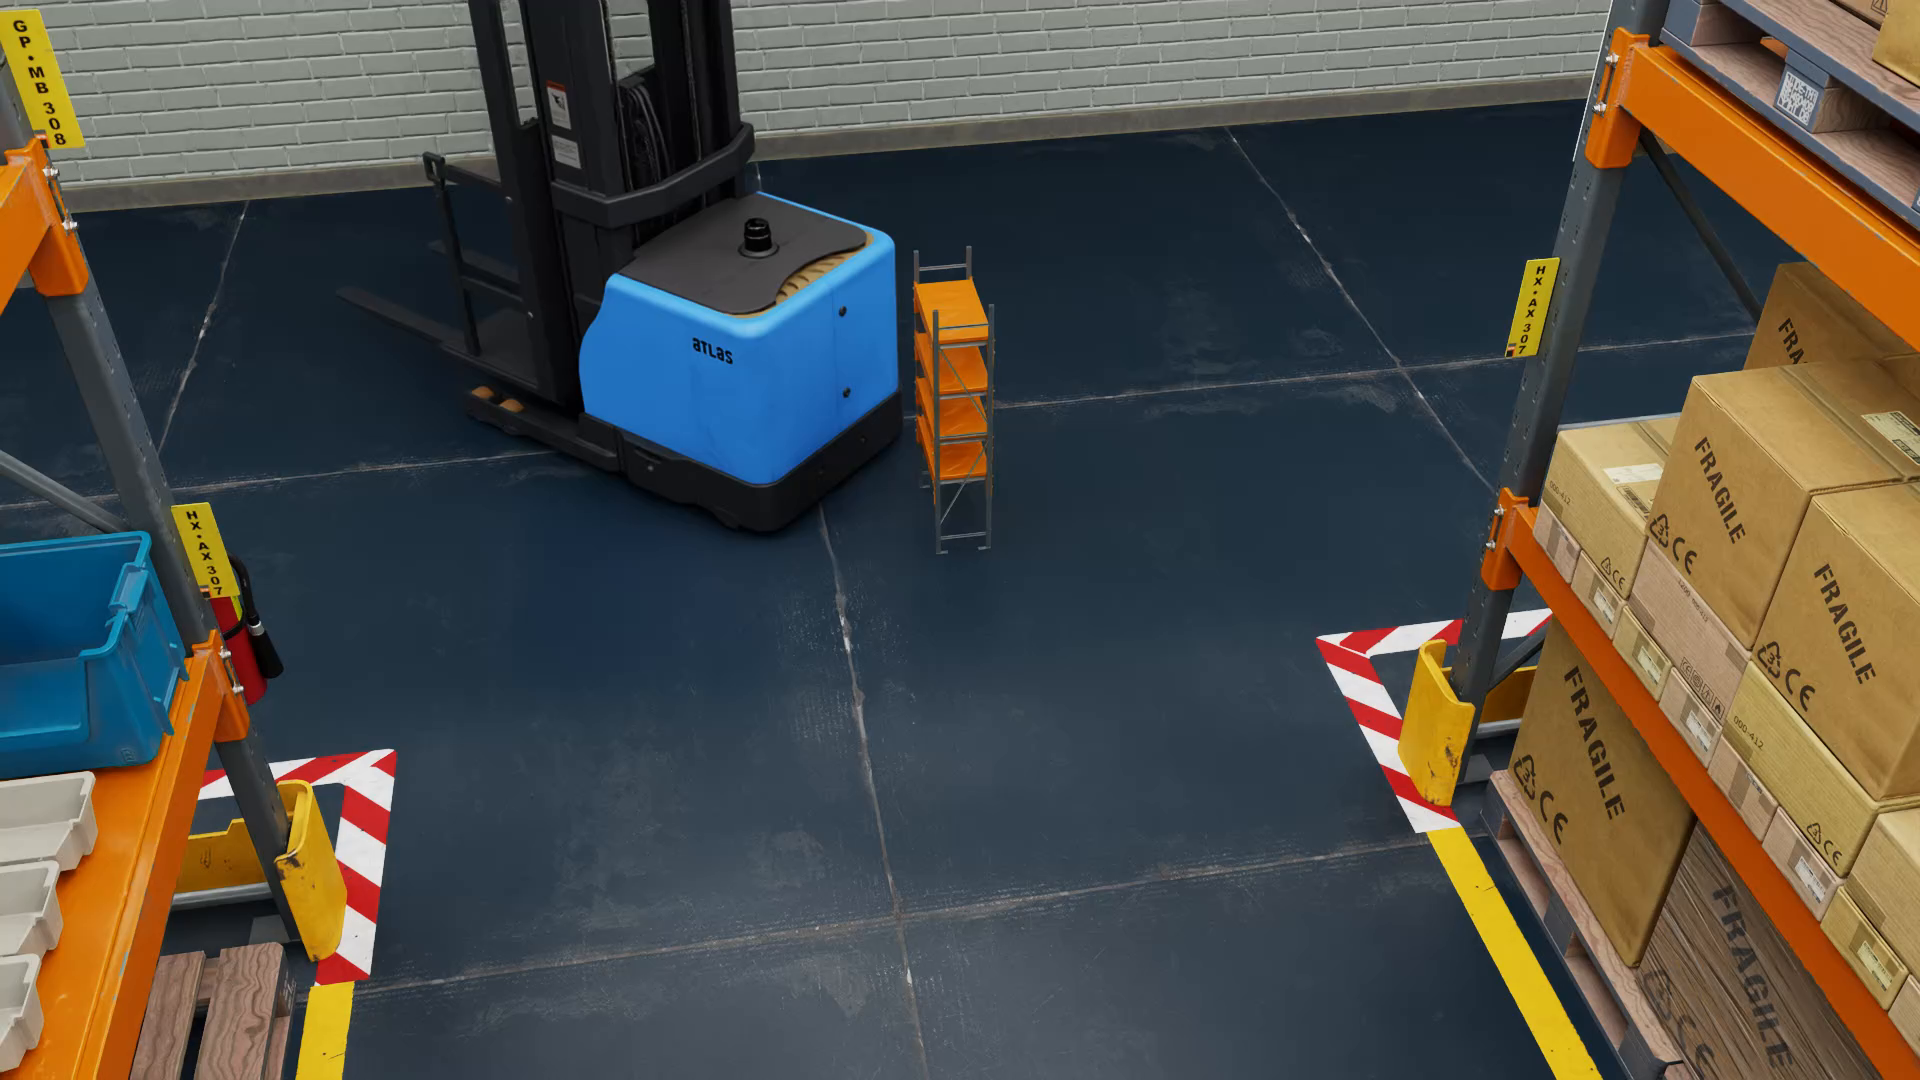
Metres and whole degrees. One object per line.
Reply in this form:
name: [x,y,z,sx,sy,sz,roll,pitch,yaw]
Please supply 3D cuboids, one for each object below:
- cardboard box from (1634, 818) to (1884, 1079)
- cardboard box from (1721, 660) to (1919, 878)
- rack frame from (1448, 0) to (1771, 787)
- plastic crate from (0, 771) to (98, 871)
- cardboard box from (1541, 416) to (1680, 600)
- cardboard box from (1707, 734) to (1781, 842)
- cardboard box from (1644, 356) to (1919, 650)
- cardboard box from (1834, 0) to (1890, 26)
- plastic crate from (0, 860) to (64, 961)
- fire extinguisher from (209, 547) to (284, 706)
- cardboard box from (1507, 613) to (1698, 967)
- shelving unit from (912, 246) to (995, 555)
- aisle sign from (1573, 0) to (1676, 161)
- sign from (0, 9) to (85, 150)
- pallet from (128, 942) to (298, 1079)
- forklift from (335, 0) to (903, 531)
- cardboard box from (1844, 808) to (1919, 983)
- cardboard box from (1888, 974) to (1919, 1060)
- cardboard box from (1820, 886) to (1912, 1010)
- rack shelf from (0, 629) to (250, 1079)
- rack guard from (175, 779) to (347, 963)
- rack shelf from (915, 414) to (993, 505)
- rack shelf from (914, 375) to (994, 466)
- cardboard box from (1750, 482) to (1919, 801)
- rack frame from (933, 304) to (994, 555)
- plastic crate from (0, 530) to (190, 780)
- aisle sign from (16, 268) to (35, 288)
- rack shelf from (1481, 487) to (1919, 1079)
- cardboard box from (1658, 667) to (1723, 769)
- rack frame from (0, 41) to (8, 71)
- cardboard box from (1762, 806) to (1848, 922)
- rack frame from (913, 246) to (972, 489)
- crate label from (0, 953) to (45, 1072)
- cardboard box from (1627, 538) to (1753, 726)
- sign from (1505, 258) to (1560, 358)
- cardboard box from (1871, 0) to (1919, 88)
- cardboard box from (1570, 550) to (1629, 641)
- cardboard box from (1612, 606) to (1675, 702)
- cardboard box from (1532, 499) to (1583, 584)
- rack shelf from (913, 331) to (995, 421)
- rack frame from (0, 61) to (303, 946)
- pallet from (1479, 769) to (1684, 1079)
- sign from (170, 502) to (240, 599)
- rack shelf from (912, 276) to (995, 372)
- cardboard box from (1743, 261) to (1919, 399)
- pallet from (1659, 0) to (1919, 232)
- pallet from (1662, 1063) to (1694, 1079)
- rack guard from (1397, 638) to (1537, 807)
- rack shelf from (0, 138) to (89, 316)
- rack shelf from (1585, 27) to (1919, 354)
cardboard box: [2.589,1.234,4.606,0.875,0.875,0.875,-6,38,-8]
cardboard box: [2.239,0.511,4.027,0.500,0.250,0.500,-7,38,-9]
rack frame: [2.238,-0.367,5.277,1.000,3.000,0.127,-6,38,-8]
plastic crate: [-2.317,0.719,4.045,0.396,0.136,0.243,-6,38,-8]
cardboard box: [2.056,-0.106,4.822,0.500,0.250,0.500,-7,38,-9]
cardboard box: [2.157,0.603,4.234,0.380,0.149,0.250,-7,38,-9]
cardboard box: [2.144,-0.100,4.203,0.500,0.500,0.500,-7,38,-9]
cardboard box: [2.382,-1.488,3.770,0.700,0.500,0.500,-8,39,-11]
plastic crate: [-2.280,0.896,3.818,0.396,0.136,0.243,-6,38,-8]
fire extinguisher: [-2.217,0.204,4.910,0.296,0.674,0.183,-6,38,-8]
cardboard box: [2.429,0.684,5.314,0.875,0.875,0.875,-6,38,-8]
shelving unit: [-0.029,-0.574,7.011,0.258,1.200,0.503,-6,38,-8]
aisle sign: [1.930,-1.405,4.494,0.394,0.787,0.004,-6,38,-8]
sign: [-2.100,-1.046,3.792,0.100,0.325,0.005,-6,38,-8]
pallet: [-2.532,1.769,4.801,1.003,0.211,1.213,-6,38,-8]
forklift: [-1.772,-1.901,7.308,3.031,2.935,1.130,23,43,26]
cardboard box: [2.335,0.826,3.622,0.500,0.250,0.500,-7,38,-9]
cardboard box: [2.294,1.069,3.633,0.380,0.149,0.250,-6,38,-7]
cardboard box: [2.246,0.911,3.837,0.380,0.149,0.250,-7,38,-9]
rack shelf: [-2.288,1.658,3.257,1.077,0.370,4.000,-6,38,-8]
rack guard: [-2.655,1.140,5.375,1.175,0.500,0.348,-6,38,-8]
rack shelf: [-0.029,-0.364,7.174,0.258,0.148,0.480,-6,38,-8]
rack shelf: [-0.029,-0.521,7.052,0.258,0.148,0.480,-6,38,-8]
cardboard box: [2.241,0.212,3.801,0.500,0.500,0.500,-7,38,-9]
rack frame: [0.014,-0.426,6.821,0.240,1.200,0.015,-6,38,-8]
plastic crate: [-2.396,0.310,4.328,0.616,0.435,0.499,-6,38,-8]
aisle sign: [-2.362,-0.936,3.891,0.394,0.787,0.004,-6,38,-8]
rack shelf: [2.589,1.125,3.943,1.077,0.370,4.000,-6,38,-8]
cardboard box: [2.114,0.449,4.432,0.380,0.149,0.250,-7,38,-9]
rack frame: [-2.638,-2.203,2.751,1.000,3.000,0.127,-6,38,-8]
cardboard box: [2.203,0.759,4.033,0.380,0.149,0.250,-7,38,-8]
rack frame: [-0.072,-0.721,7.200,0.240,1.200,0.015,-6,38,-8]
crate label: [-2.208,1.061,3.605,0.396,0.136,0.243,-6,38,-8]
cardboard box: [2.154,0.207,4.418,0.500,0.250,0.500,-7,38,-9]
sign: [1.691,-0.684,4.915,0.100,0.325,0.005,-6,38,-8]
cardboard box: [2.362,-1.135,3.316,0.700,0.500,0.500,-8,38,-10]
cardboard box: [2.022,0.137,4.833,0.380,0.149,0.250,-7,38,-9]
cardboard box: [2.067,0.292,4.634,0.380,0.149,0.250,-7,38,-9]
cardboard box: [1.975,-0.018,5.033,0.380,0.149,0.250,-6,38,-7]
rack shelf: [-0.029,-0.697,6.915,0.258,0.148,0.480,-6,38,-8]
rack frame: [-2.638,0.166,4.592,1.000,3.000,0.127,-6,38,-8]
pallet: [2.455,1.209,5.522,1.003,0.211,1.213,-6,38,-8]
sign: [-2.100,0.032,4.630,0.100,0.325,0.005,-6,38,-8]
rack shelf: [-0.029,-0.884,6.770,0.258,0.148,0.480,-6,38,-8]
cardboard box: [2.582,-0.455,4.660,0.500,0.500,0.500,-6,38,-7]
pallet: [2.378,-1.070,3.809,1.003,0.211,1.213,-6,38,-8]
pallet: [2.666,1.944,4.576,1.003,0.211,1.213,-6,38,-8]
rack guard: [2.234,0.606,6.063,1.175,0.500,0.348,-6,38,-8]
rack shelf: [-2.288,0.473,2.337,1.077,0.370,4.000,-6,38,-8]
rack shelf: [2.589,-0.059,3.023,1.077,0.370,4.000,-6,38,-8]
